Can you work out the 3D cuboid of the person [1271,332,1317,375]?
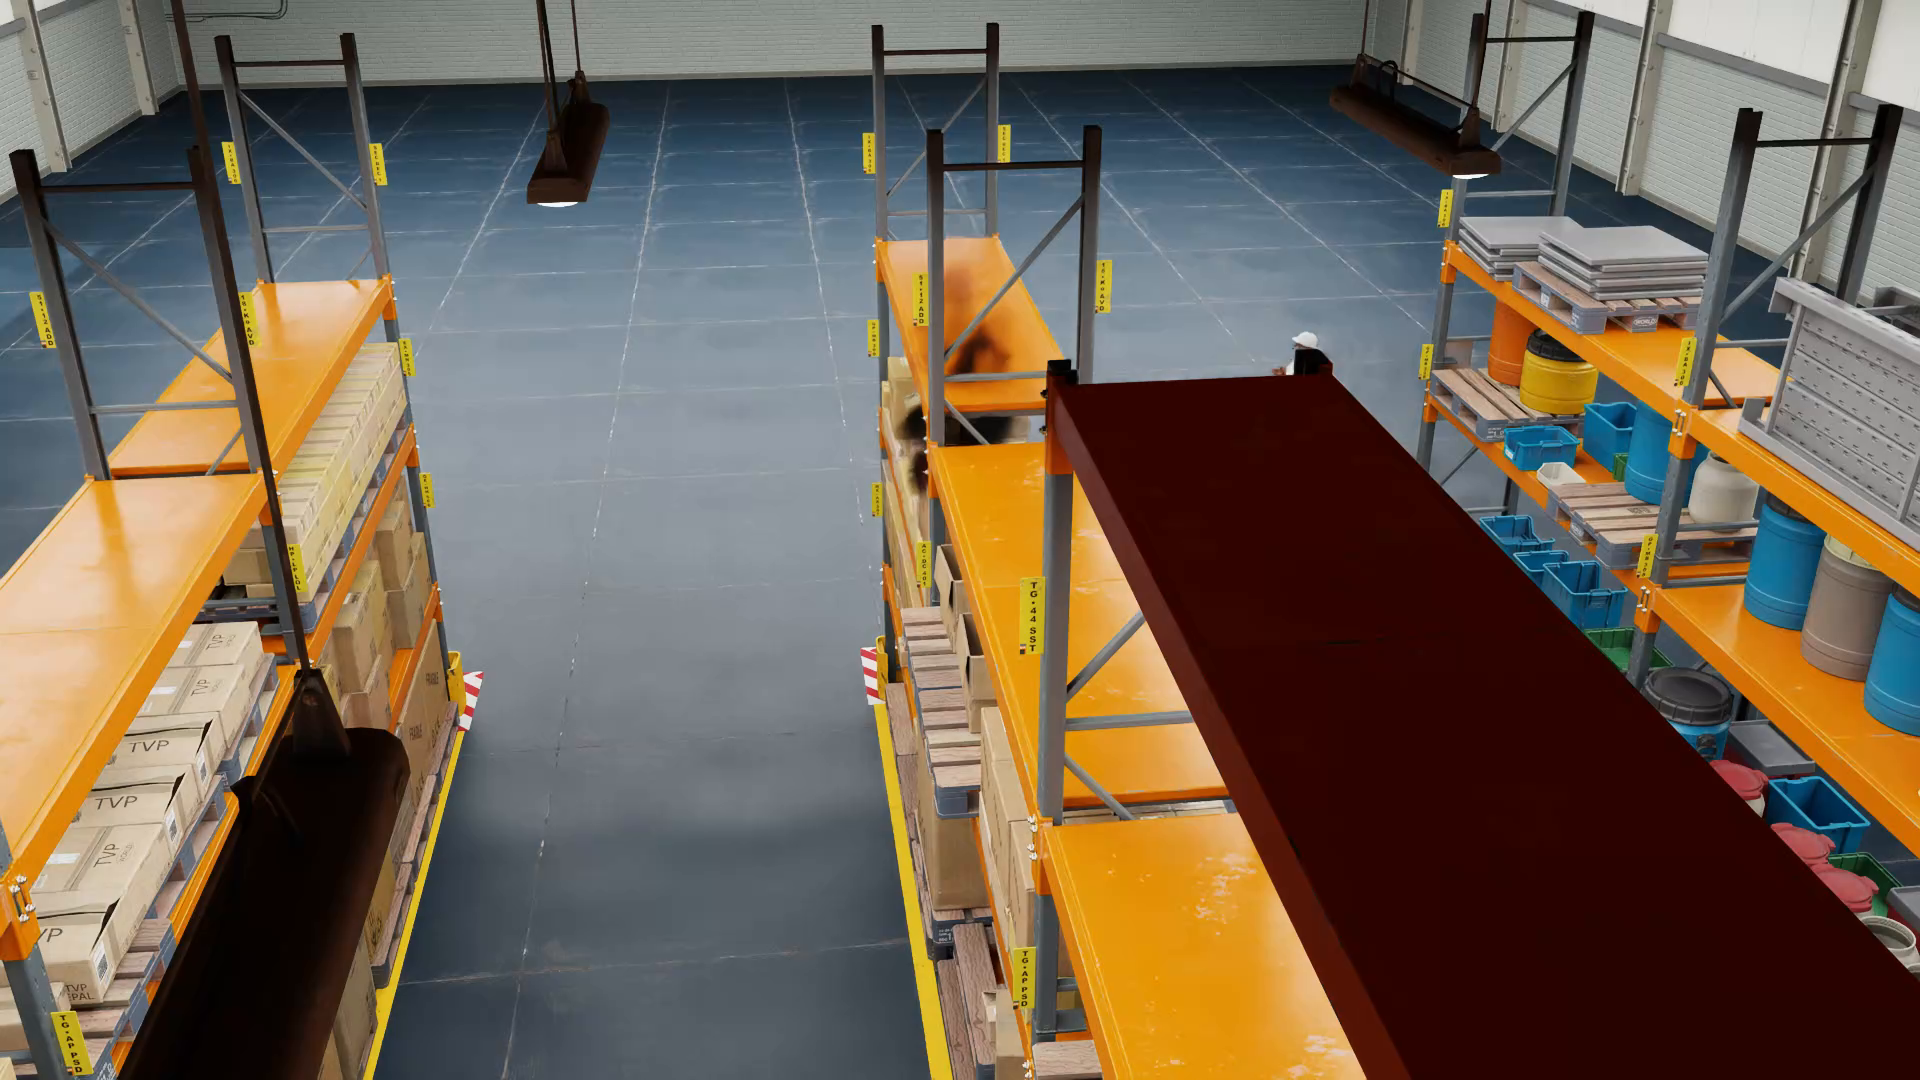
[{"bbox_3d":[4.027,-1.601,19.805,0.731,1.824,0.676,7,26,14],"label":"person"}]
